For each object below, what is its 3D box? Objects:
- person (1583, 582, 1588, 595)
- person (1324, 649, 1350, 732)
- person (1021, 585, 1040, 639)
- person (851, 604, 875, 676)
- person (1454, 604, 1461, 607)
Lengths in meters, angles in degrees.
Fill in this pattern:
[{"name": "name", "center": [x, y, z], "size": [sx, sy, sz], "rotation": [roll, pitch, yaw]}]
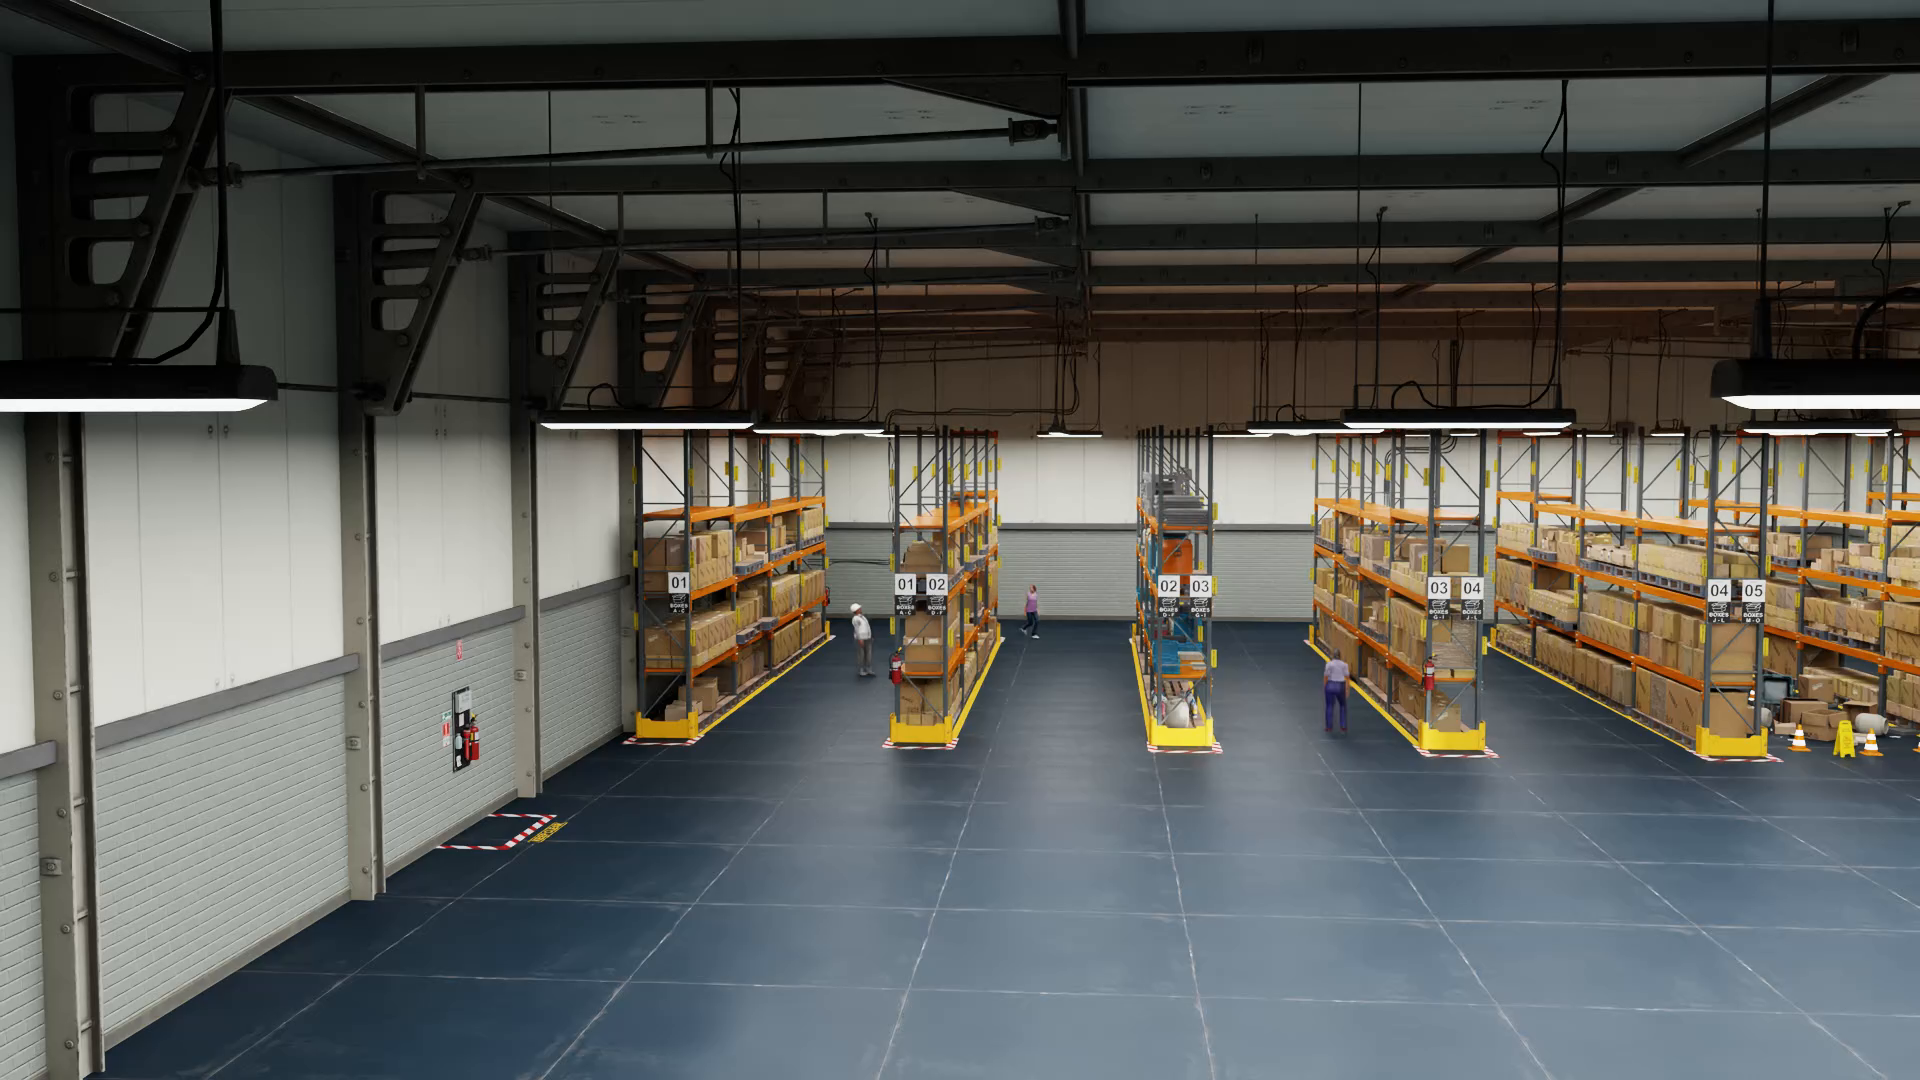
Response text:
[{"name": "person", "center": [17.271, 2.043, 46.325], "size": [0.683, 1.759, 0.968], "rotation": [-2, 4, -35]}, {"name": "person", "center": [7.393, 2.964, 32.587], "size": [0.529, 1.686, 0.713], "rotation": [2, 4, 26]}, {"name": "person", "center": [2.019, 2.058, 47.975], "size": [0.456, 1.556, 0.642], "rotation": [-3, 4, -37]}, {"name": "person", "center": [-2.370, 2.425, 40.564], "size": [0.471, 1.746, 0.621], "rotation": [3, 4, 38]}, {"name": "person", "center": [14.366, 2.020, 48.047], "size": [0.434, 1.623, 1.014], "rotation": [1, 4, 17]}]
